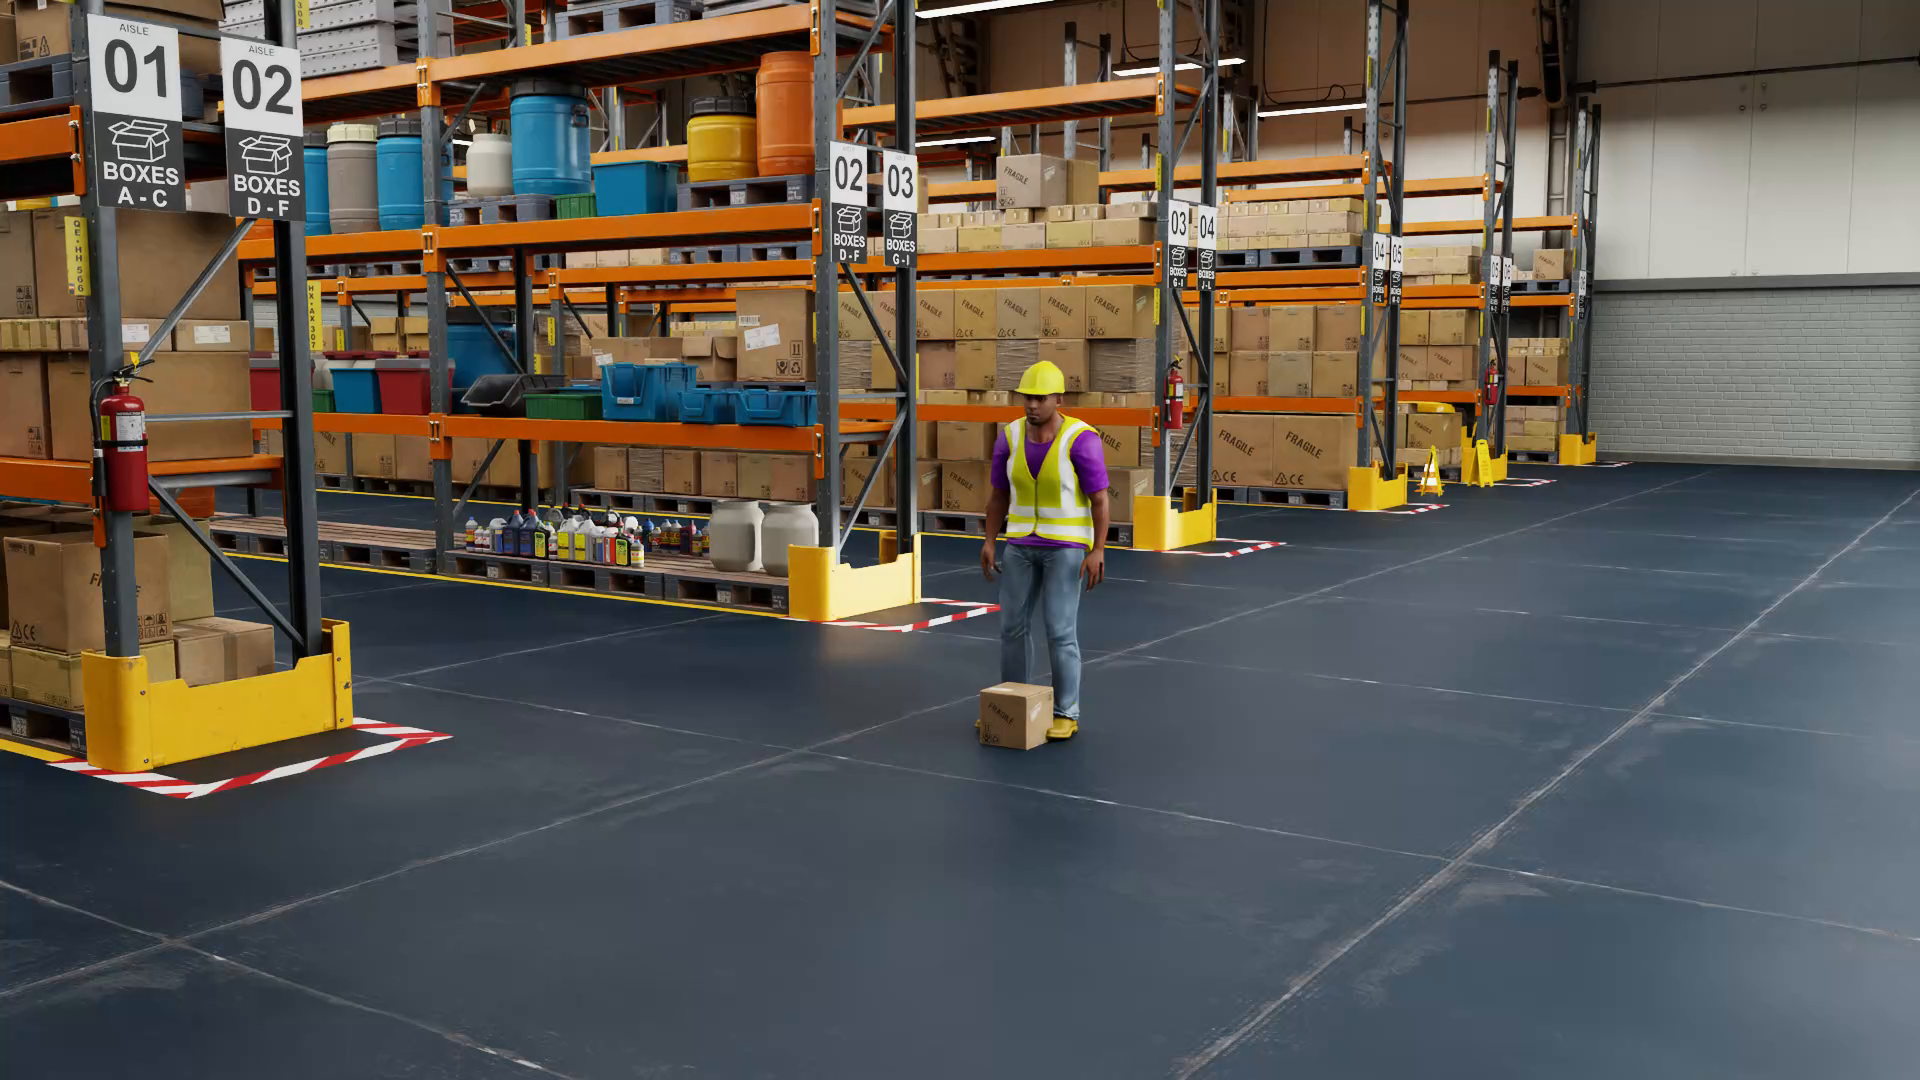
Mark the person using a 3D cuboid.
[{"bbox_3d":[0.388,0.046,7.807,0.634,1.755,0.461,4,7,30],"label":"person"}]
